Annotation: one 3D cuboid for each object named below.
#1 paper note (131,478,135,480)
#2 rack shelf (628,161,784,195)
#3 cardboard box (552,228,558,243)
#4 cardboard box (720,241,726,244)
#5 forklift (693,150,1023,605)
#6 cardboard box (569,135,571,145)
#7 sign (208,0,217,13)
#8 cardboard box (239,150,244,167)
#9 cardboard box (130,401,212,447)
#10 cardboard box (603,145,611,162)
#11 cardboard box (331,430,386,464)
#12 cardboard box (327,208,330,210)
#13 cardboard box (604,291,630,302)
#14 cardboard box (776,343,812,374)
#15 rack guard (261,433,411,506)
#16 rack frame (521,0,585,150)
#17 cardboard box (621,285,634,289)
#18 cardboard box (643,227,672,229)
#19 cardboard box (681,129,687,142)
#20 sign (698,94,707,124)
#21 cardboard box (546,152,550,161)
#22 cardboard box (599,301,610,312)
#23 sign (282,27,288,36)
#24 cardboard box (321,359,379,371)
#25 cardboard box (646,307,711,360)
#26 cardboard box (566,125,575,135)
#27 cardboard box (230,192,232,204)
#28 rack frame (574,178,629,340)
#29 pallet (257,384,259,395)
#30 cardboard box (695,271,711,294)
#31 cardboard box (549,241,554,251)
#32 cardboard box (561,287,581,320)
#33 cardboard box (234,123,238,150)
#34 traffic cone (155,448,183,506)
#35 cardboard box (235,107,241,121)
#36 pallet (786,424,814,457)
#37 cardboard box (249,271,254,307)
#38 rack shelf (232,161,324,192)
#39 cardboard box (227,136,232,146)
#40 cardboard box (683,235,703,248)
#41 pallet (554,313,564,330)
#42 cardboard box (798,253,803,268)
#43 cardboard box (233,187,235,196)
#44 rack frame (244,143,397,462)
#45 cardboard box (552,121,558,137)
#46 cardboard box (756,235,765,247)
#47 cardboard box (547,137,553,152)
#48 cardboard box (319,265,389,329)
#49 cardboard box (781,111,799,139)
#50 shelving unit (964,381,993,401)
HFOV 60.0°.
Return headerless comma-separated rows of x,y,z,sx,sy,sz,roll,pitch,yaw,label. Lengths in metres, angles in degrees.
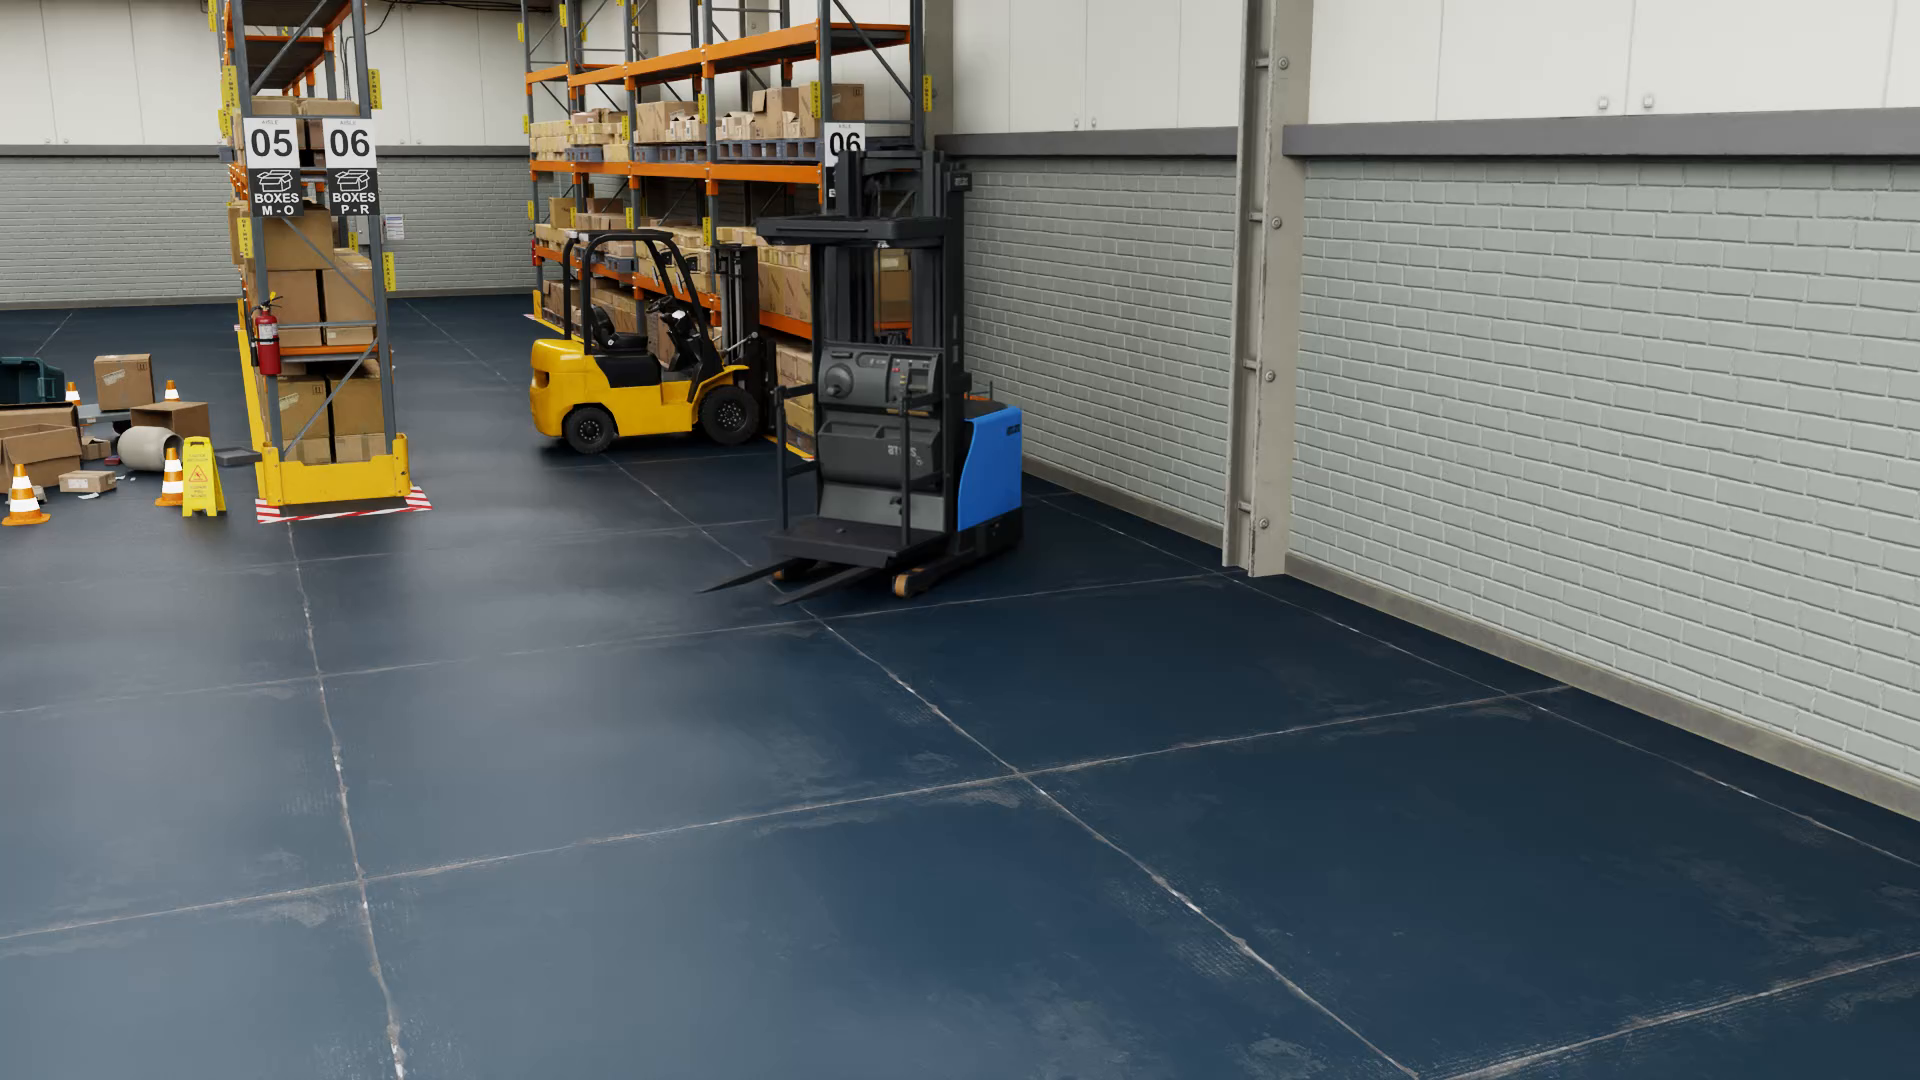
-7.596,-0.562,15.275,0.032,0.001,0.123,-6,14,-23,paper note
-3.232,-4.618,21.115,1.077,0.370,4.000,-6,14,-23,rack shelf
-6.671,-5.215,28.423,0.500,0.250,0.500,-6,14,-24,cardboard box
-2.544,-3.369,19.115,0.380,0.149,0.250,-6,14,-24,cardboard box
-0.670,-1.151,11.345,1.130,2.935,3.031,7,15,28,forklift
-5.880,-6.242,25.938,0.380,0.149,0.250,-5,14,-22,cardboard box
-10.701,-7.708,23.794,0.100,0.325,0.005,-6,14,-23,sign
-6.431,-3.519,15.329,0.380,0.149,0.250,-6,14,-24,cardboard box
-7.795,-1.084,16.441,0.500,0.500,0.500,4,14,16,cardboard box
-4.864,-5.600,24.095,0.500,0.250,0.500,-6,14,-23,cardboard box
-5.445,-0.875,15.167,0.500,0.250,0.500,-6,14,-23,cardboard box
-7.371,-3.704,18.969,0.380,0.149,0.250,-5,14,-20,cardboard box
-5.253,-3.739,25.547,0.380,0.149,0.250,-6,14,-23,cardboard box
-1.720,-1.895,17.356,0.500,0.250,0.500,-5,14,-22,cardboard box
-5.406,-0.617,14.425,1.175,0.500,0.348,-6,14,-23,rack guard
-7.238,-8.496,29.622,1.000,3.000,0.127,-6,14,-23,rack frame
-5.224,-4.000,26.674,0.380,0.149,0.250,-6,14,-25,cardboard box
-4.067,-4.138,22.436,0.380,0.149,0.250,-5,14,-22,cardboard box
-3.150,-4.886,20.082,0.380,0.149,0.250,-6,14,-23,cardboard box
-2.924,-4.910,18.934,0.100,0.325,0.005,-6,14,-23,sign
-6.798,-6.500,28.207,0.380,0.149,0.250,-6,14,-23,cardboard box
-5.230,-3.401,25.524,0.500,0.500,0.500,-6,14,-25,cardboard box
-11.282,-8.587,27.767,0.100,0.325,0.005,-6,14,-23,sign
-5.862,-1.458,16.019,0.500,0.500,0.500,-5,14,-22,cardboard box
-3.796,-2.838,22.816,0.875,0.625,0.625,-5,14,-21,cardboard box
-5.918,-6.383,25.888,0.380,0.149,0.250,-5,14,-21,cardboard box
-11.853,-5.535,27.695,0.500,0.500,0.500,-6,14,-24,cardboard box
-5.636,-4.747,26.728,1.000,3.000,0.127,-6,14,-23,rack frame
-7.783,-1.700,19.746,1.003,0.211,1.213,-6,14,-23,pallet
-2.873,-3.102,19.952,0.500,0.250,0.500,-5,14,-22,cardboard box
-6.887,-5.088,28.757,0.380,0.149,0.250,-6,14,-25,cardboard box
-6.357,-4.031,28.246,0.700,0.500,0.500,-6,14,-25,cardboard box
-6.648,-3.852,15.883,0.500,0.250,0.500,-5,14,-22,cardboard box
-6.730,-0.555,14.242,0.336,0.463,0.334,-6,14,-23,traffic cone
-6.426,-3.903,15.218,0.380,0.149,0.250,-5,14,-22,cardboard box
-1.173,-1.064,16.997,1.003,0.211,1.213,-6,14,-23,pallet
-6.645,-2.516,16.208,0.500,0.500,0.500,-6,14,-23,cardboard box
-7.779,-4.169,19.175,1.077,0.370,4.000,-6,14,-23,rack shelf
-9.151,-5.374,21.630,0.700,0.500,0.500,-6,15,-26,cardboard box
-3.168,-3.659,20.366,0.380,0.149,0.250,-6,14,-25,cardboard box
-6.402,-3.783,28.747,1.003,0.211,1.213,-6,14,-23,pallet
-1.402,-2.788,16.604,0.380,0.149,0.250,-5,14,-22,cardboard box
-10.597,-5.185,24.741,0.380,0.149,0.250,-6,14,-24,cardboard box
-5.375,-1.819,14.076,1.000,3.000,0.127,-6,14,-23,rack frame
-6.465,-6.816,27.579,0.500,0.250,0.500,-5,14,-22,cardboard box
-1.987,-3.252,17.950,0.380,0.149,0.250,-6,14,-23,cardboard box
-6.666,-6.676,28.081,0.500,0.250,0.500,-6,14,-24,cardboard box
-5.311,-2.135,14.562,0.500,0.500,0.500,-6,14,-24,cardboard box
-1.541,-4.113,16.482,0.396,0.266,0.258,-6,14,-23,cardboard box
0.010,-0.675,13.126,0.258,1.200,0.503,-9,16,-35,shelving unit
